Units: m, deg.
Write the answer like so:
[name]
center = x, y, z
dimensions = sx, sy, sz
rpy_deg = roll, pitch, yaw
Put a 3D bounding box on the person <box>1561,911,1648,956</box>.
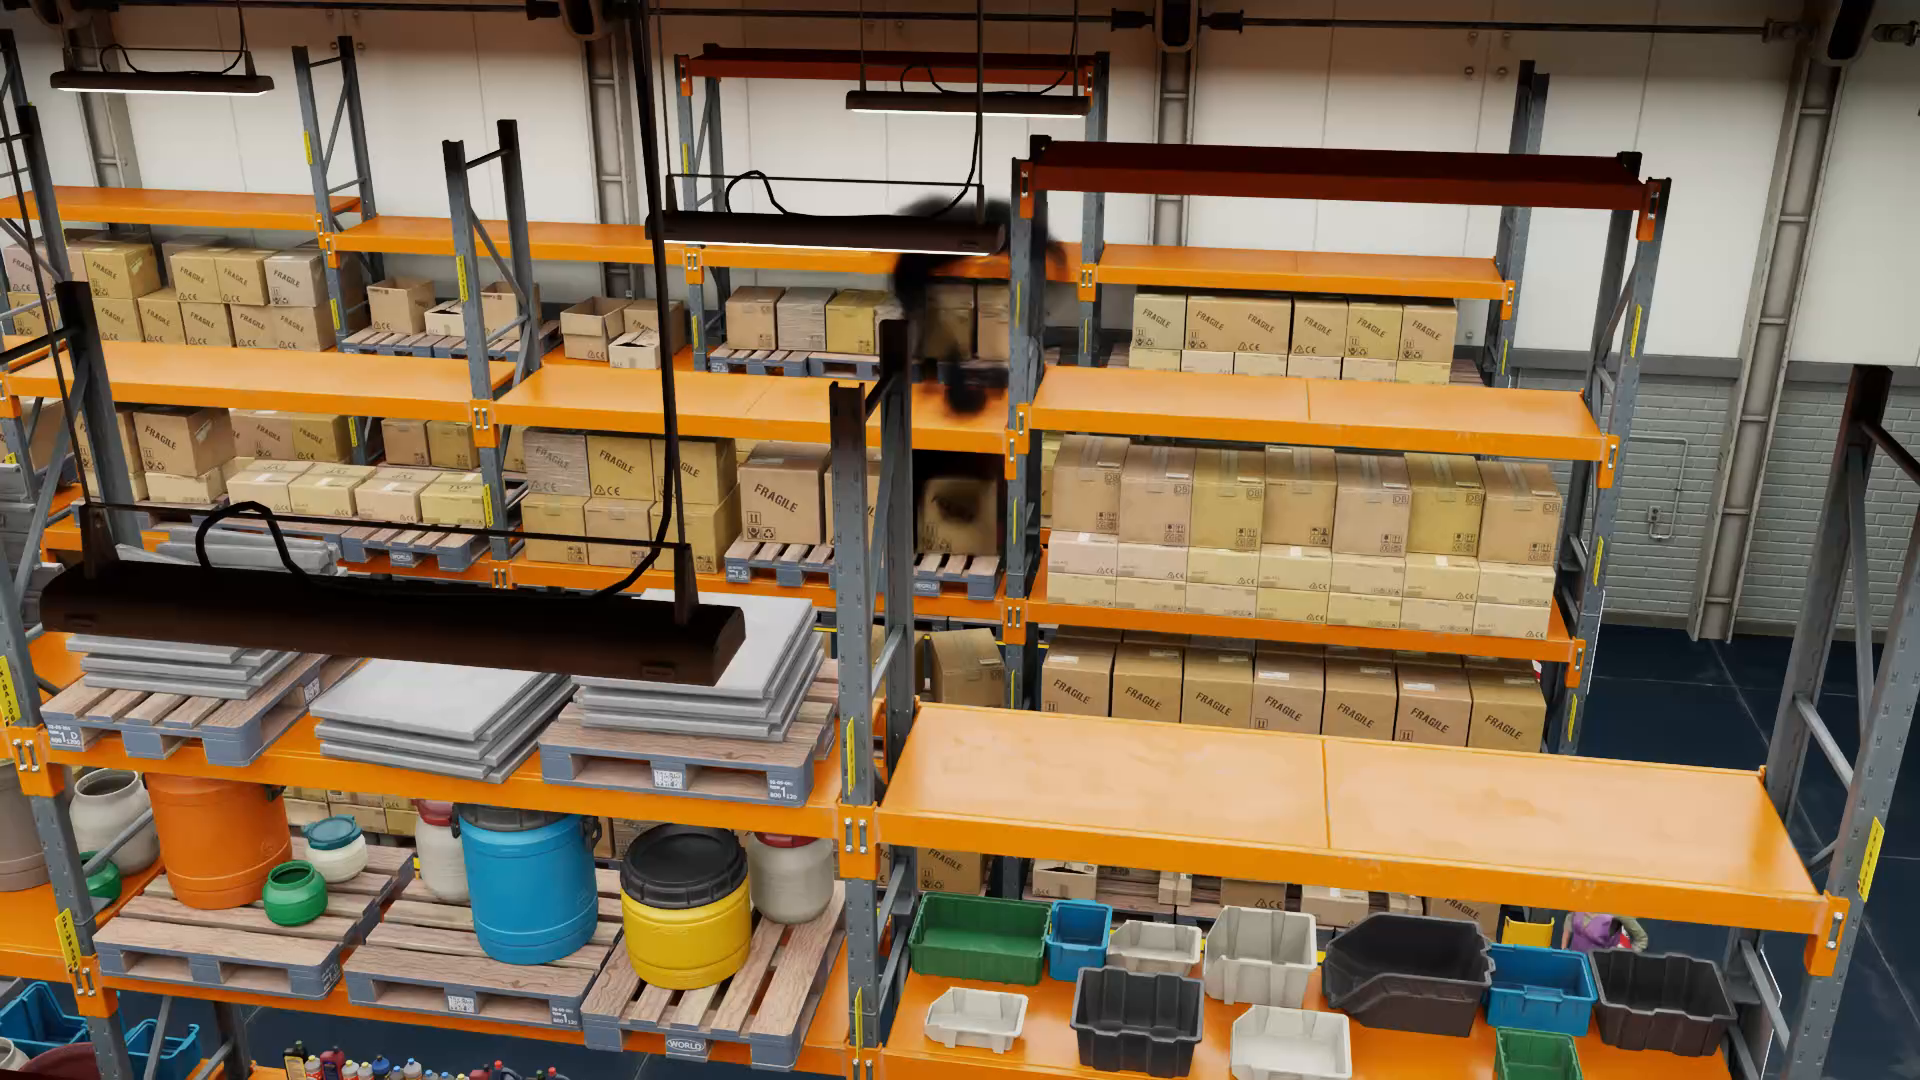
[person]
center = 4.322, 2.941, 11.411
dimensions = 0.596, 1.577, 0.553
rpy_deg = -10, 25, -23
